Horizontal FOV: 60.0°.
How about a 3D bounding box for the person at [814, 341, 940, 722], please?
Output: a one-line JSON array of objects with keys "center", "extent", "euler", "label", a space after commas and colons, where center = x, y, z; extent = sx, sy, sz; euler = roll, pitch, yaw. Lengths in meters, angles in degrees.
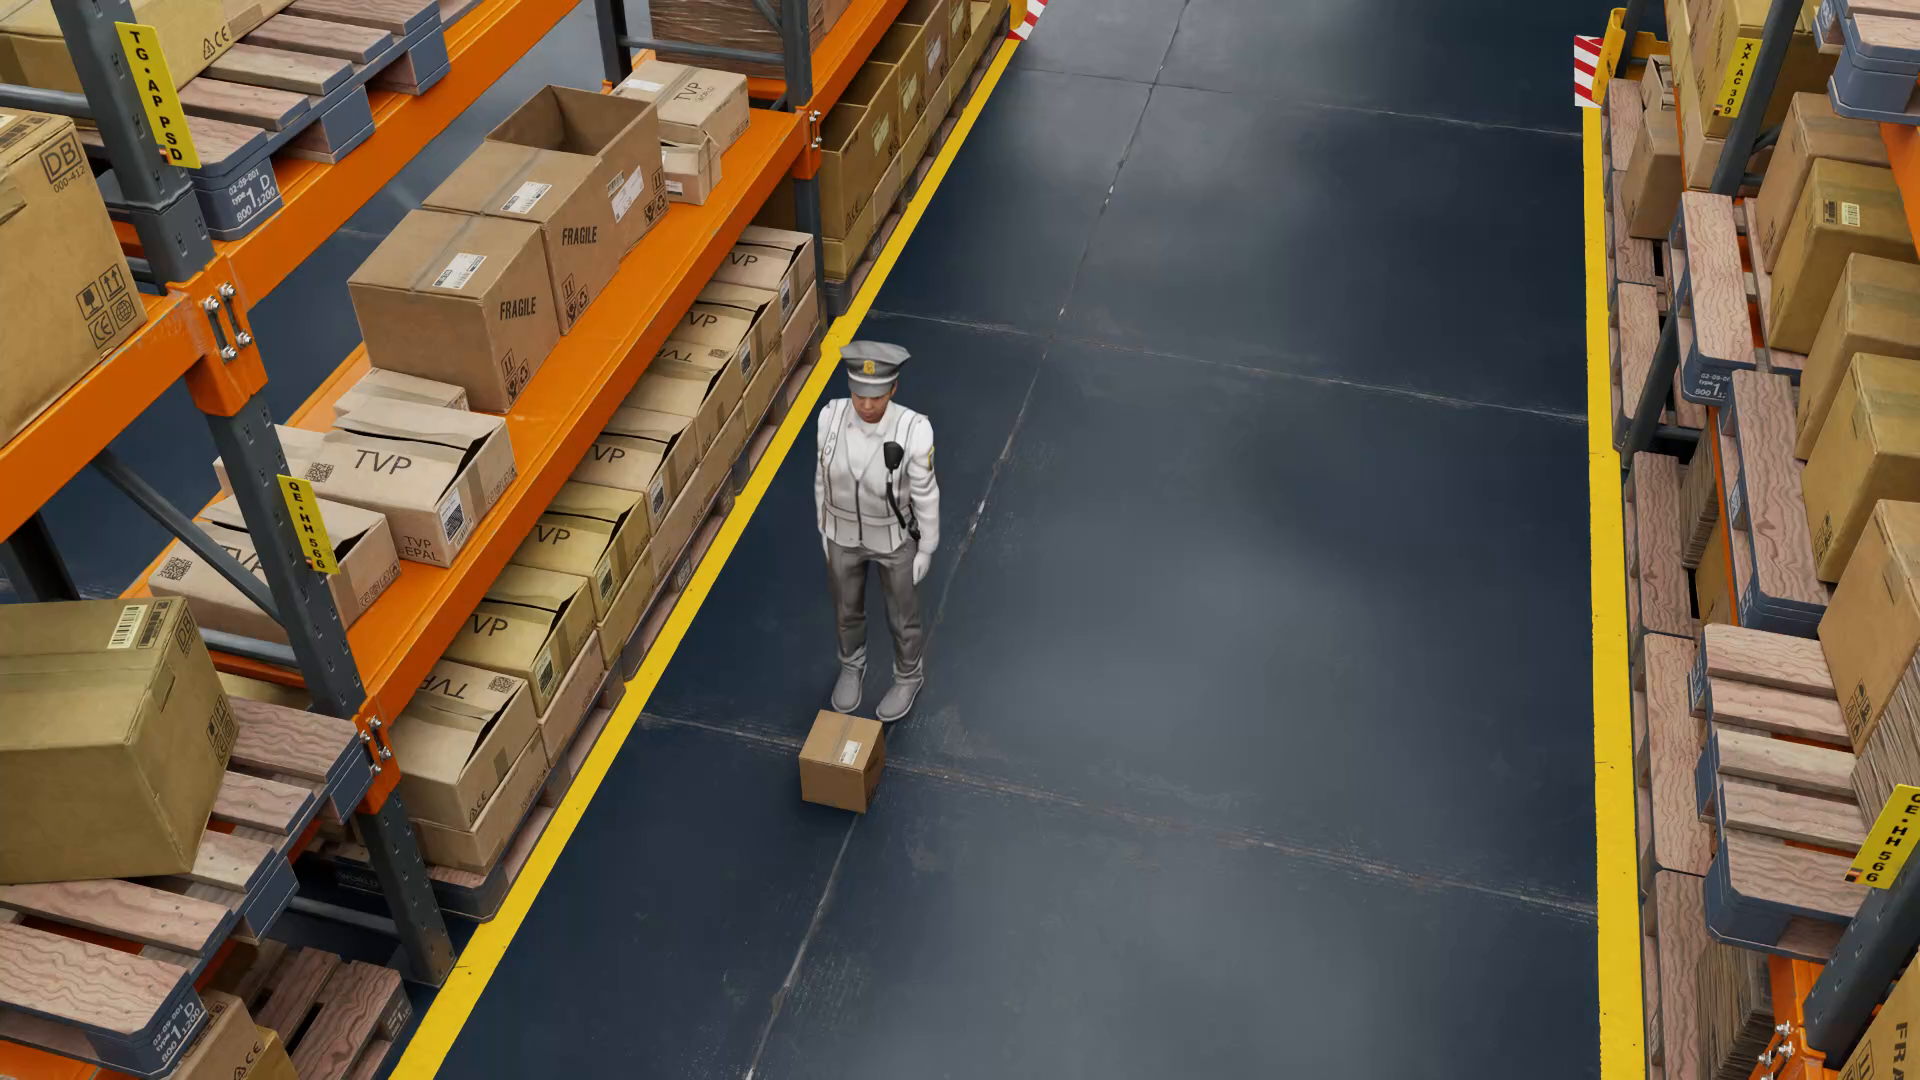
[{"center": [-0.308, -0.010, 6.158], "extent": [0.474, 1.694, 0.345], "euler": [10, 42, 11], "label": "person"}]
